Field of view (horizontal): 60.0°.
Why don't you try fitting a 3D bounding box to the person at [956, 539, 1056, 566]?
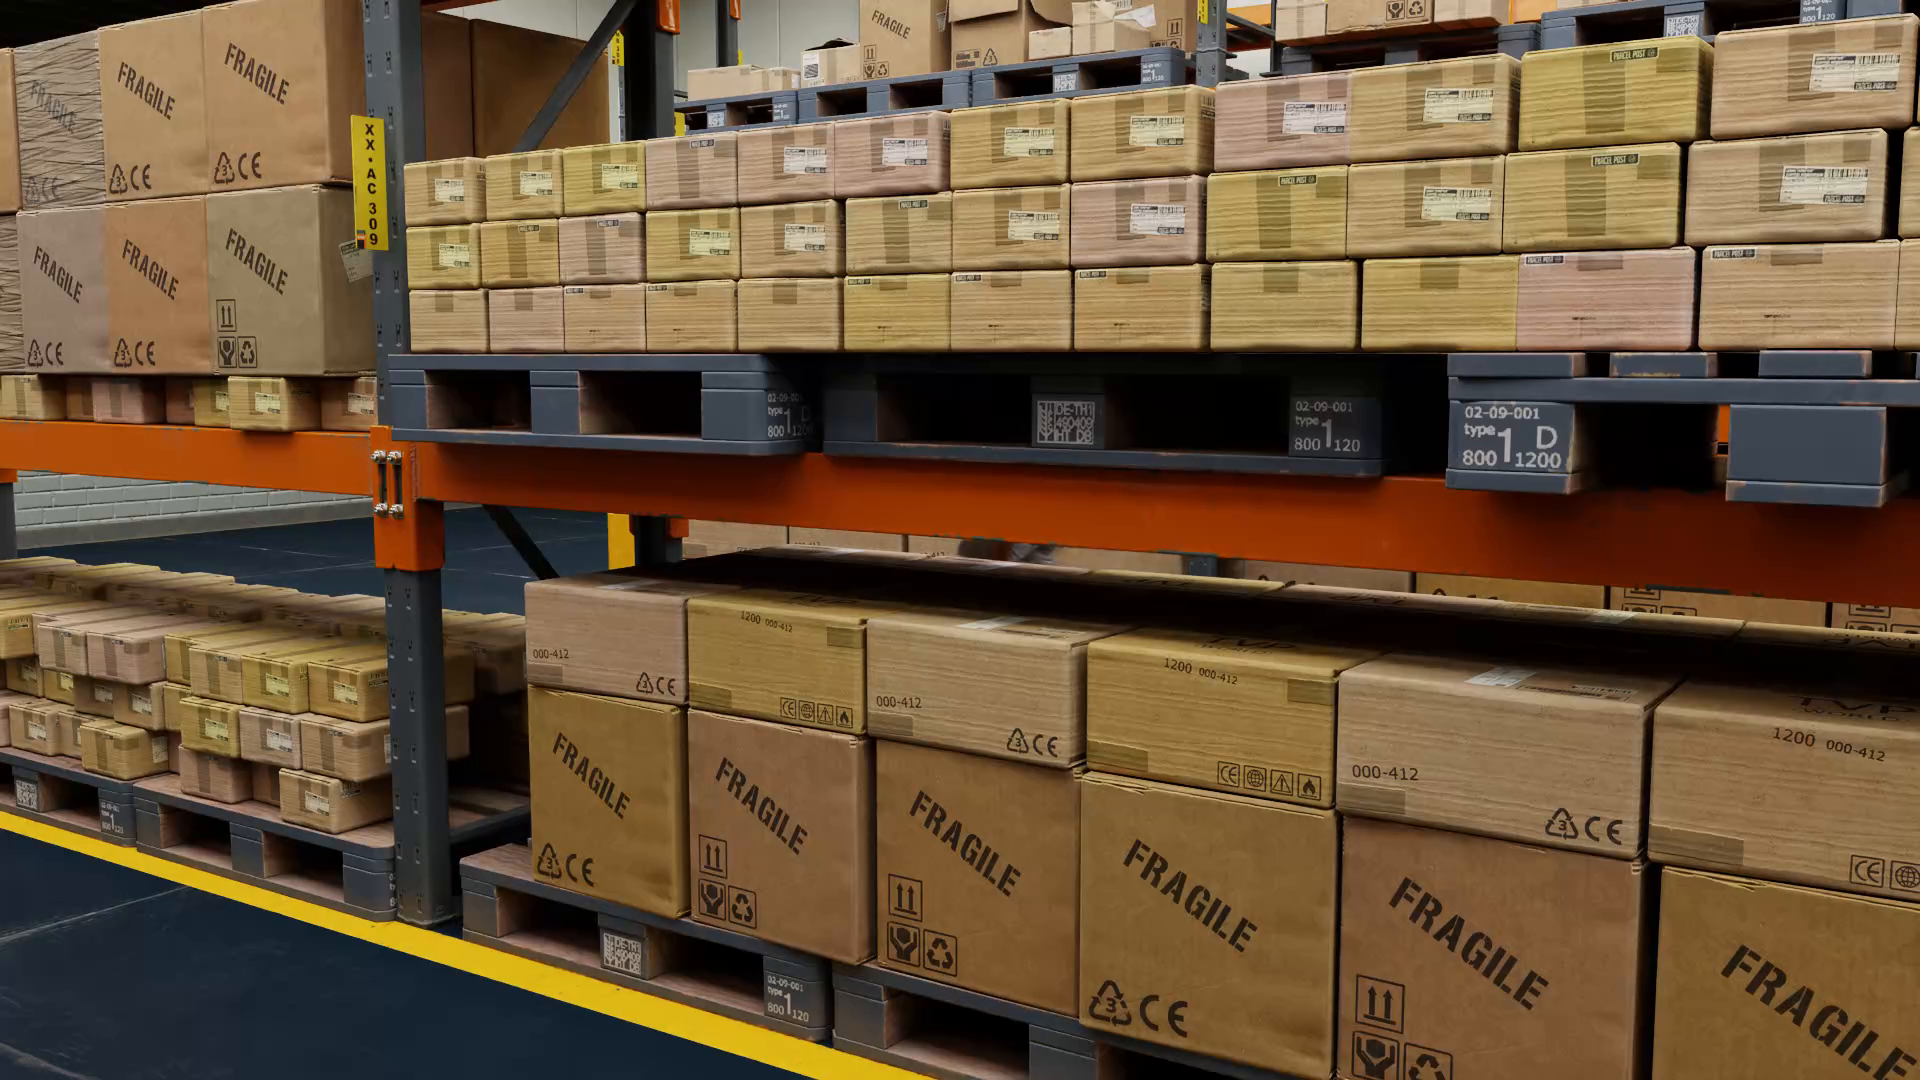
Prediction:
[{"bbox_3d":[0.251,-0.062,6.255,0.949,1.738,0.586,3,7,27],"label":"person"}]
